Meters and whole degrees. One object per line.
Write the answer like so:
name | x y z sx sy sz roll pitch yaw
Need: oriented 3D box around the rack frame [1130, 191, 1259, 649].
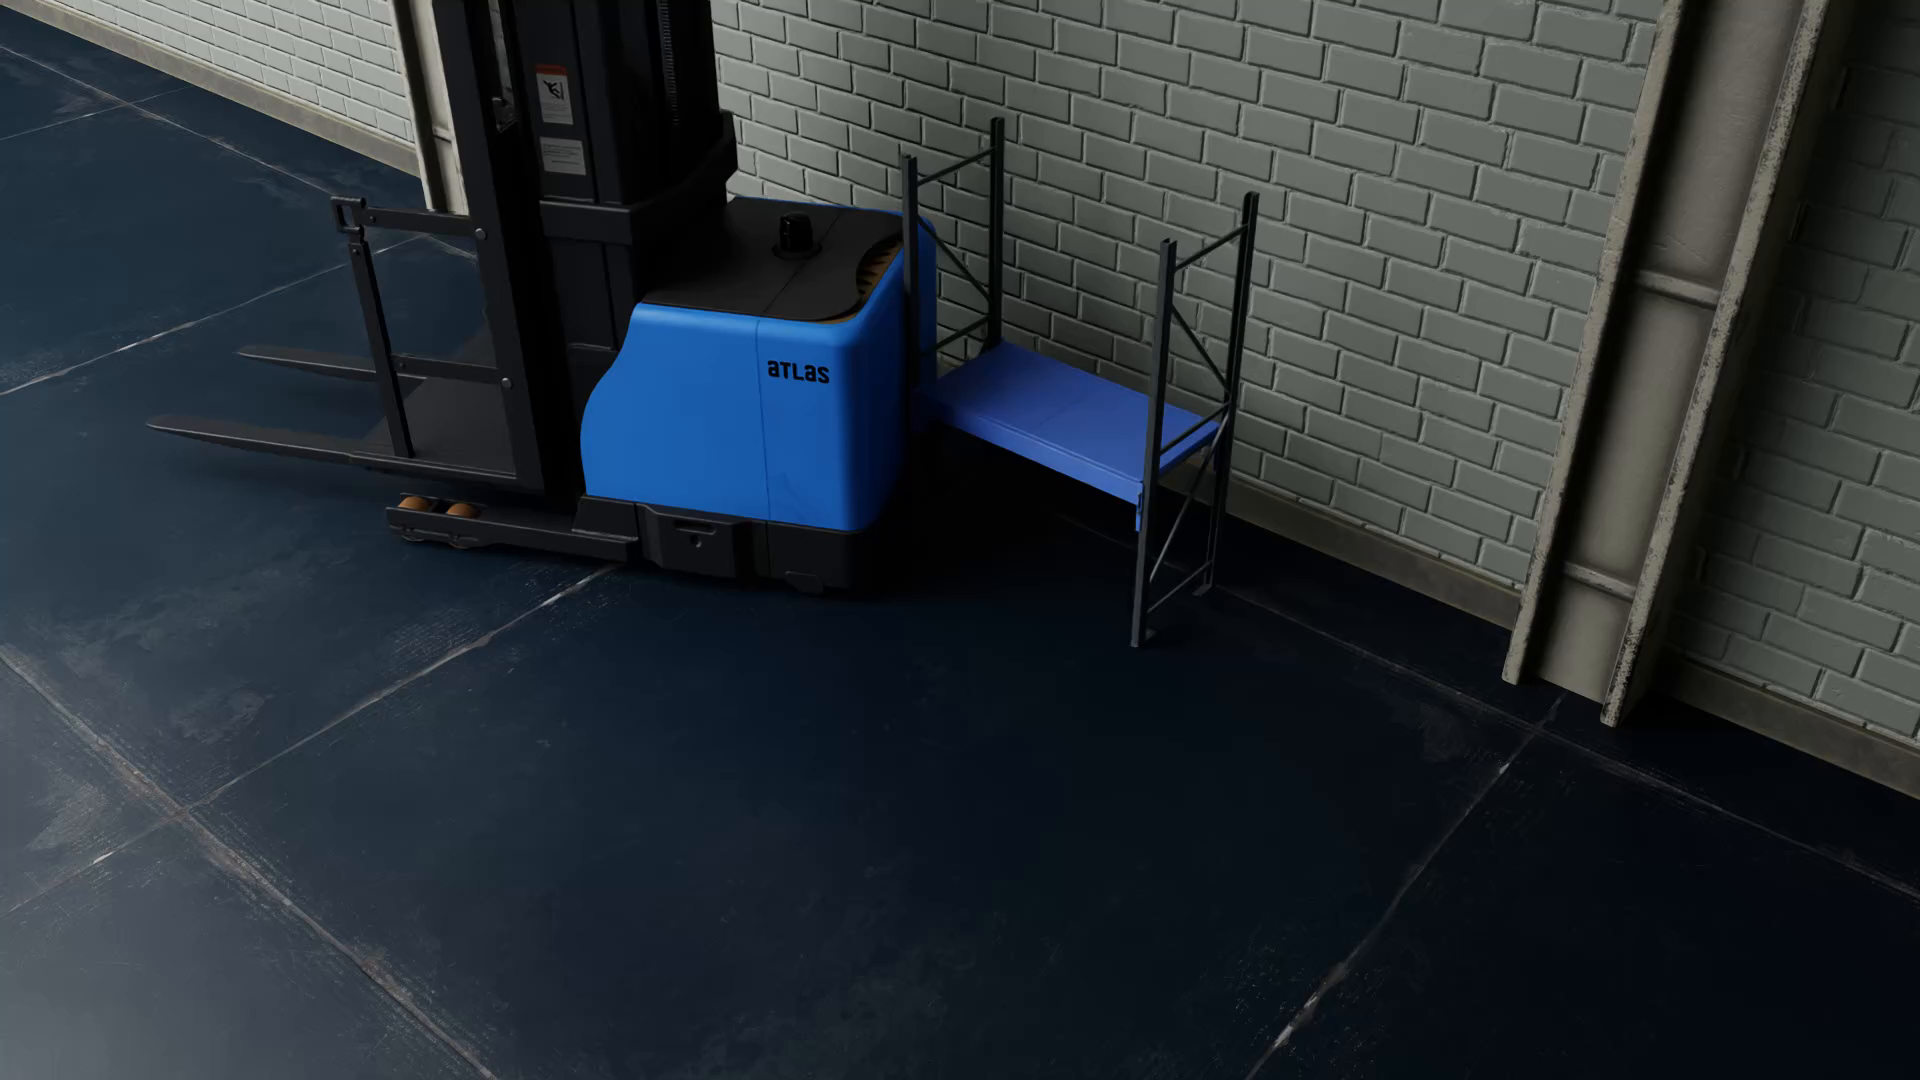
rack frame | 0.759 -0.357 5.445 0.032 1.500 0.500 25 42 32

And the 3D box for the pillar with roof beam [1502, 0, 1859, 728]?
pillar with roof beam | -0.691 -1.367 0.292 0.400 9.000 9.100 25 42 32

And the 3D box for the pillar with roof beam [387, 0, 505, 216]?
pillar with roof beam | -5.302 -3.540 3.456 0.400 9.000 9.100 25 42 32

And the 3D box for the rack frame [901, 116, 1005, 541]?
rack frame | -0.019 -0.728 5.985 0.032 1.500 0.500 25 42 32

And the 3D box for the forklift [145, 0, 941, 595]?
forklift | -1.648 -1.456 5.780 3.031 2.935 1.130 8 35 11

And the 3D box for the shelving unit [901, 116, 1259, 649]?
shelving unit | 0.370 -0.543 5.715 1.048 1.500 0.538 25 42 32

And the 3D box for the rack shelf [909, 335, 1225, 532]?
rack shelf | 0.370 -0.394 5.817 1.000 0.185 0.538 25 42 32
